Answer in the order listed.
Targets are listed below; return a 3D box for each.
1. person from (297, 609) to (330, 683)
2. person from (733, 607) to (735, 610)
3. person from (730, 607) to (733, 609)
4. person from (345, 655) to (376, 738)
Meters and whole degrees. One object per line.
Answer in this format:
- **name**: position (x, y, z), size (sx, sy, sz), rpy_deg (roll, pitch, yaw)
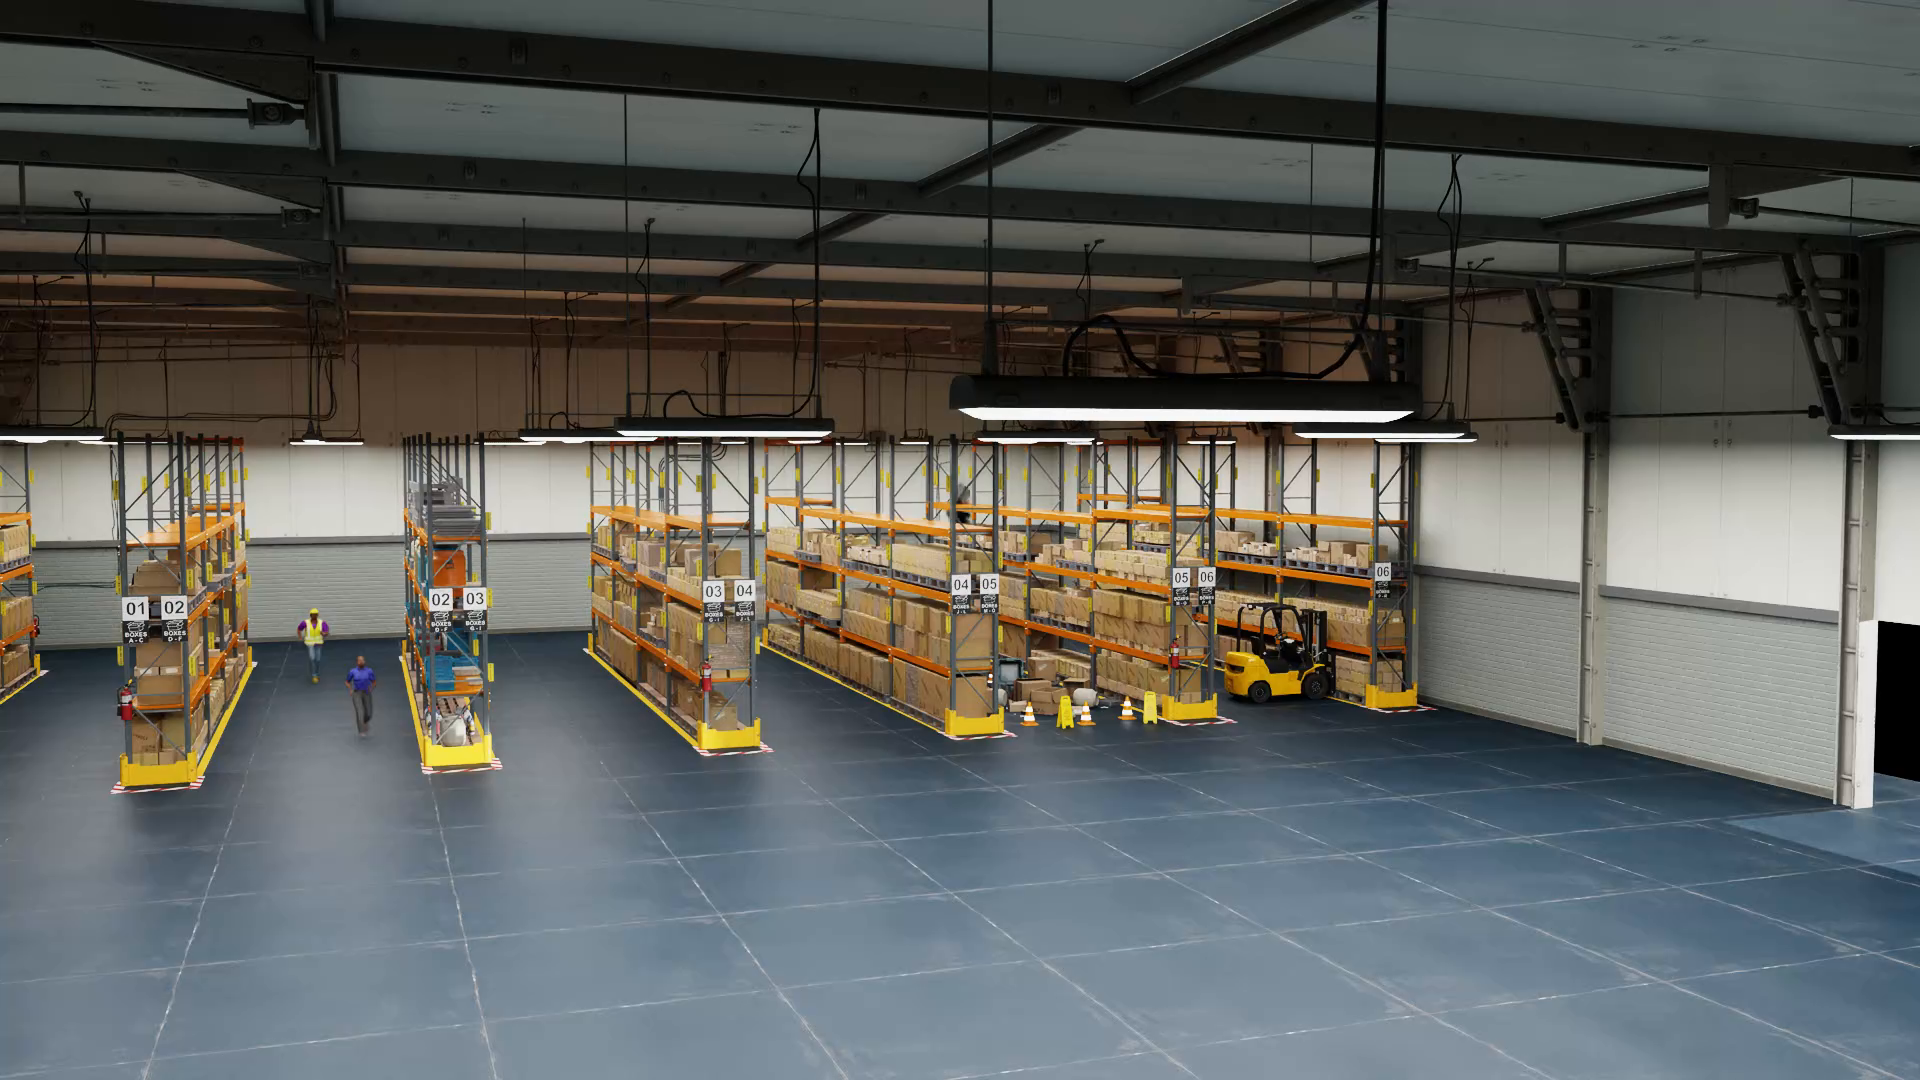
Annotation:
- **person**: position (-15.768, 2.558, 40.640), size (0.704, 1.765, 0.887), rpy_deg (-2, 4, -34)
- **person**: position (-6.737, 2.229, 48.829), size (0.567, 1.602, 0.544), rpy_deg (3, 4, 41)
- **person**: position (-6.869, 2.268, 48.031), size (0.677, 1.590, 0.587), rpy_deg (0, 3, 7)
- **person**: position (-11.872, 3.089, 32.954), size (0.580, 1.607, 0.687), rpy_deg (-2, 4, -27)
